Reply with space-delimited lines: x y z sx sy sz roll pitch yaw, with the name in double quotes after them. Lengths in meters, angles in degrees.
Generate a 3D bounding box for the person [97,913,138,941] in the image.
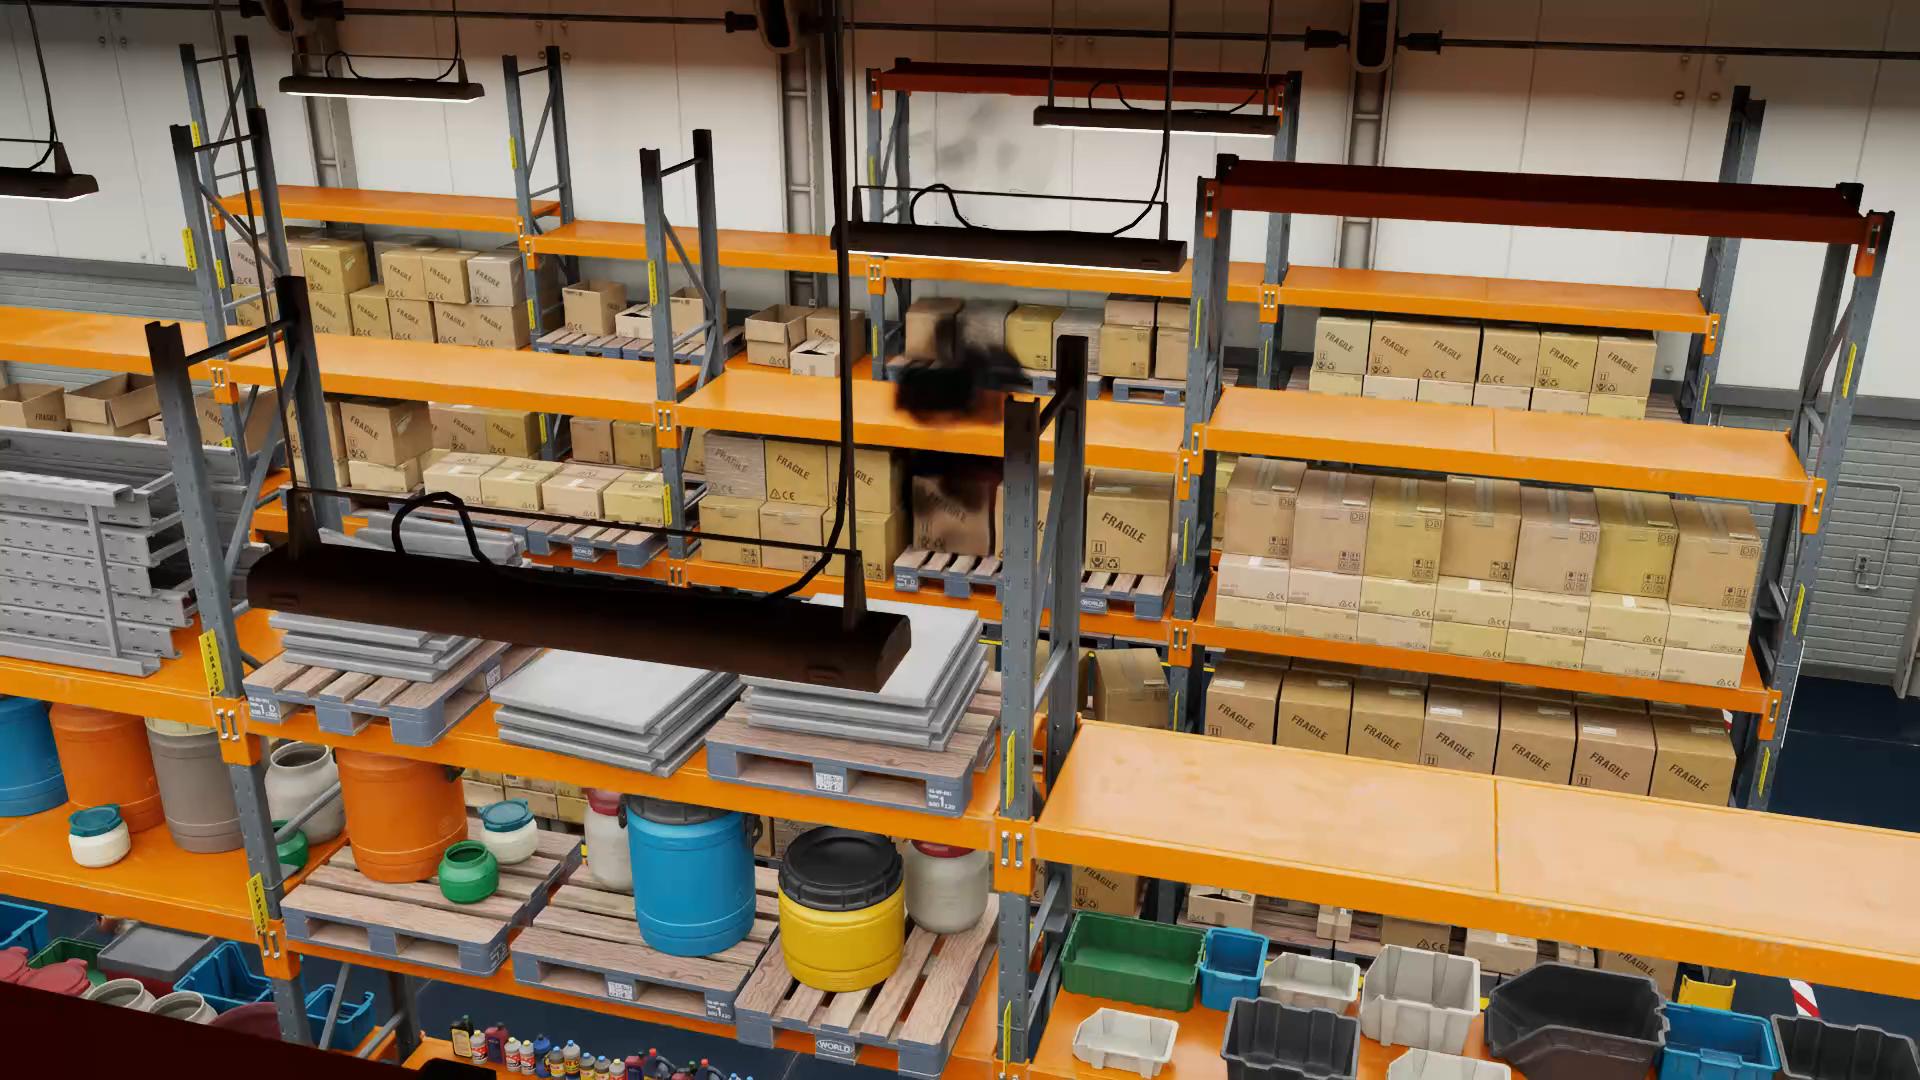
-5.740 2.817 11.793 0.838 1.832 0.676 7 23 15 "person"
